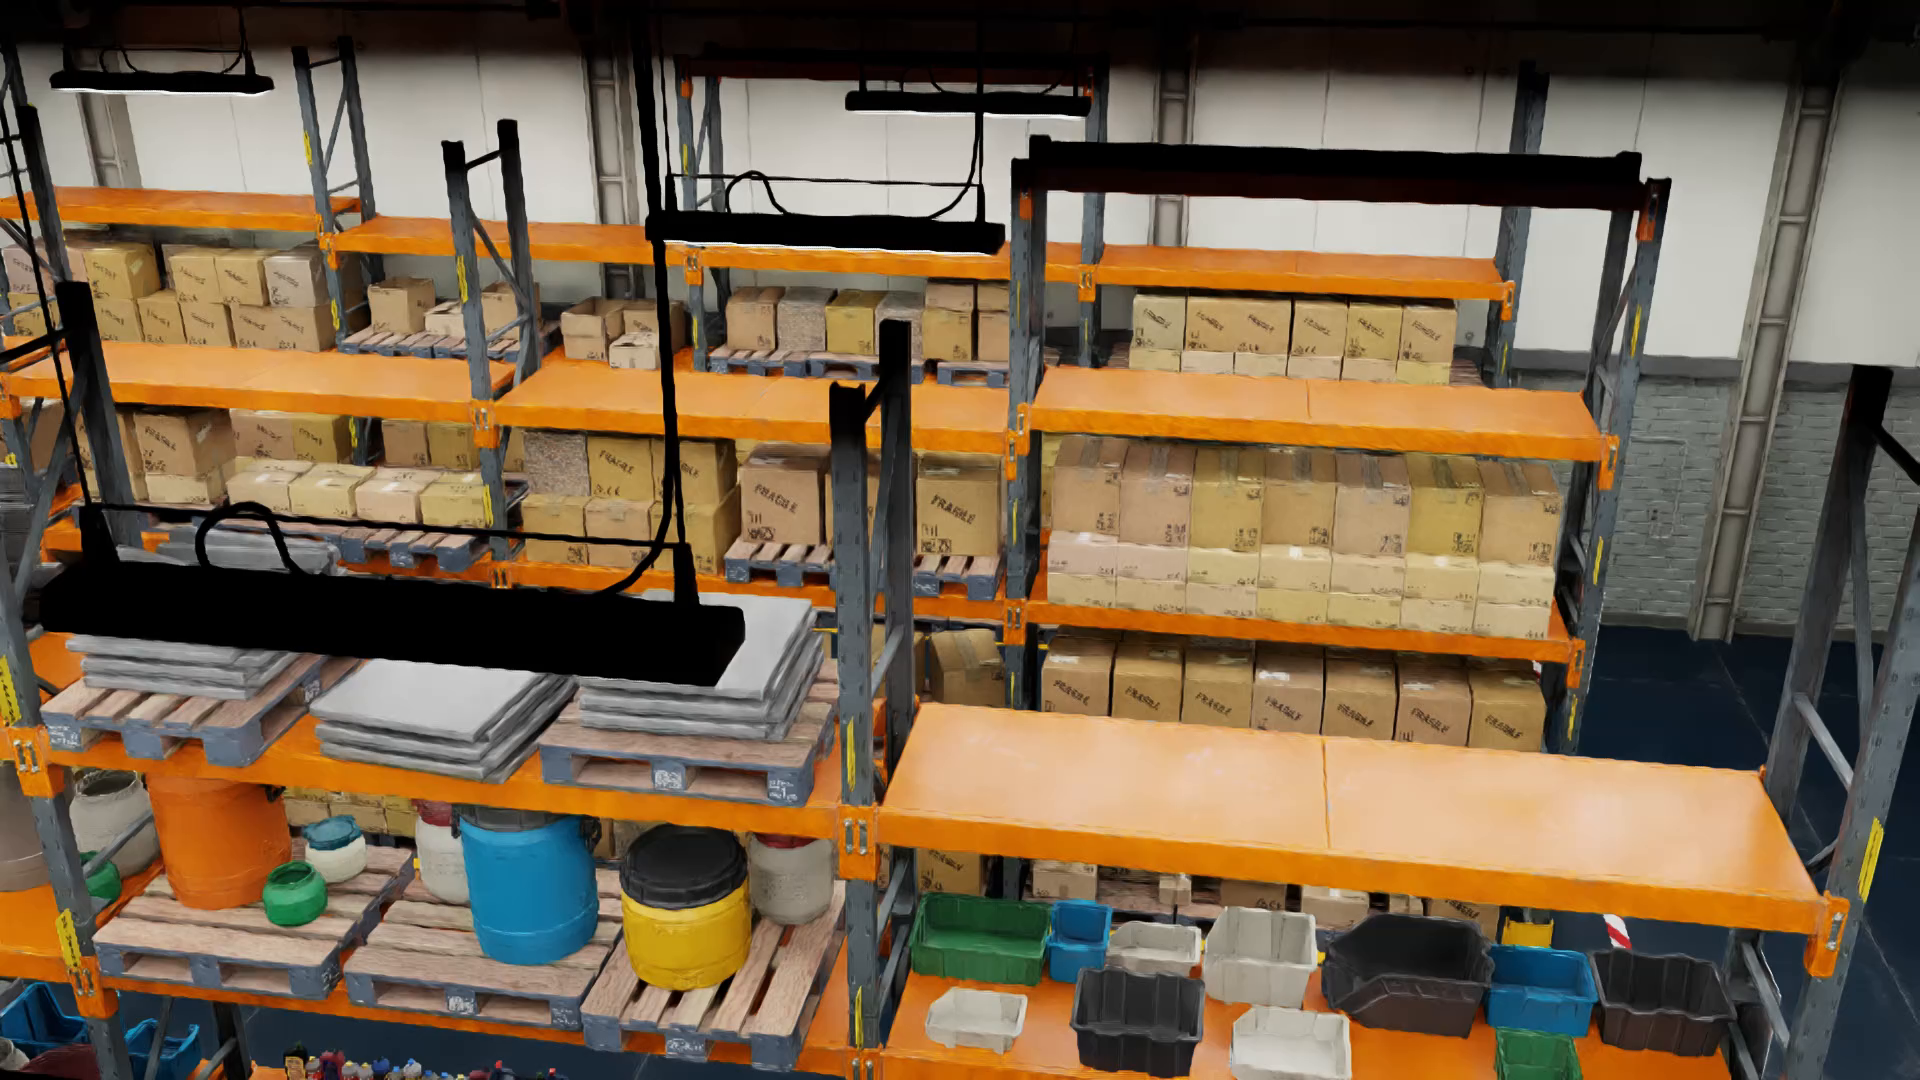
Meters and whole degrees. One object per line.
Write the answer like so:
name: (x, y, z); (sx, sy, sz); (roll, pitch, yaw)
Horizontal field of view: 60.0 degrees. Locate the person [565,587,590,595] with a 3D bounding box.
person: (-3.467, 1.116, 15.598); (0.535, 1.676, 0.682); (3, 23, 7)
